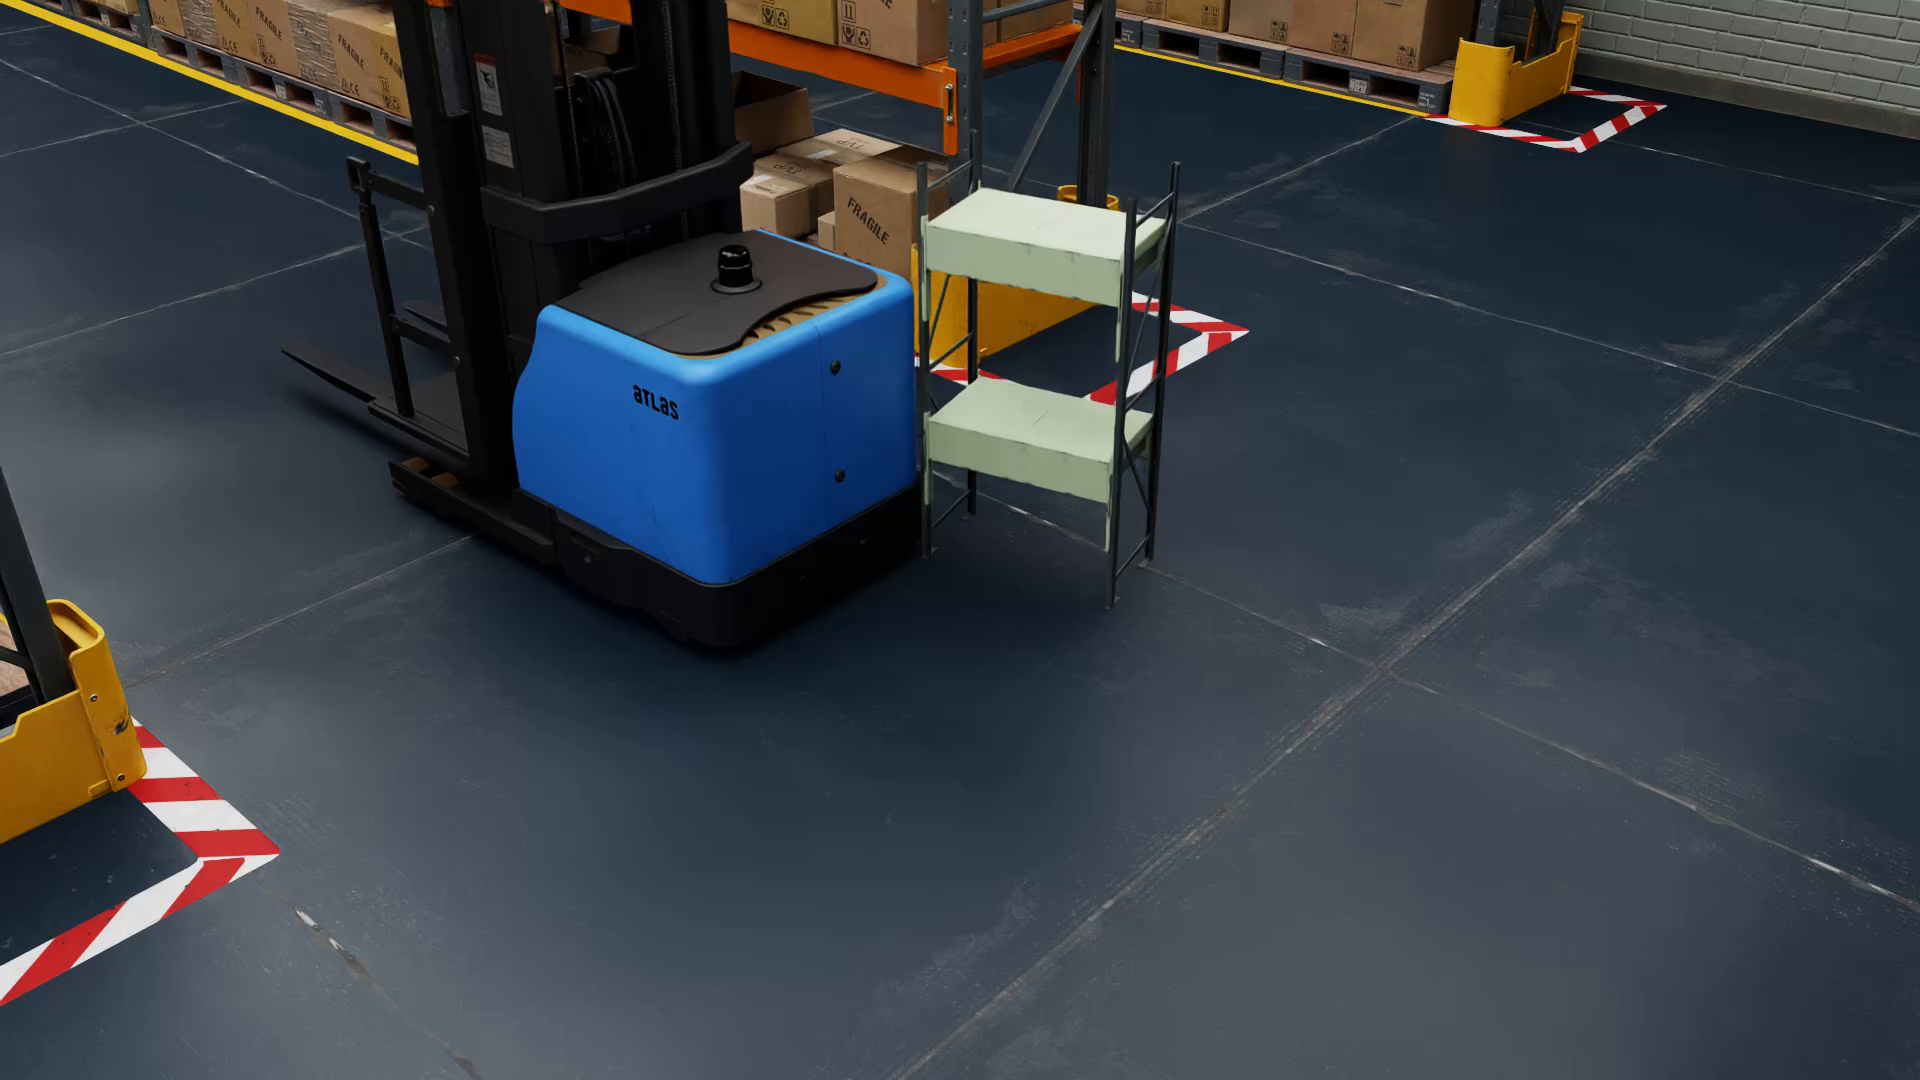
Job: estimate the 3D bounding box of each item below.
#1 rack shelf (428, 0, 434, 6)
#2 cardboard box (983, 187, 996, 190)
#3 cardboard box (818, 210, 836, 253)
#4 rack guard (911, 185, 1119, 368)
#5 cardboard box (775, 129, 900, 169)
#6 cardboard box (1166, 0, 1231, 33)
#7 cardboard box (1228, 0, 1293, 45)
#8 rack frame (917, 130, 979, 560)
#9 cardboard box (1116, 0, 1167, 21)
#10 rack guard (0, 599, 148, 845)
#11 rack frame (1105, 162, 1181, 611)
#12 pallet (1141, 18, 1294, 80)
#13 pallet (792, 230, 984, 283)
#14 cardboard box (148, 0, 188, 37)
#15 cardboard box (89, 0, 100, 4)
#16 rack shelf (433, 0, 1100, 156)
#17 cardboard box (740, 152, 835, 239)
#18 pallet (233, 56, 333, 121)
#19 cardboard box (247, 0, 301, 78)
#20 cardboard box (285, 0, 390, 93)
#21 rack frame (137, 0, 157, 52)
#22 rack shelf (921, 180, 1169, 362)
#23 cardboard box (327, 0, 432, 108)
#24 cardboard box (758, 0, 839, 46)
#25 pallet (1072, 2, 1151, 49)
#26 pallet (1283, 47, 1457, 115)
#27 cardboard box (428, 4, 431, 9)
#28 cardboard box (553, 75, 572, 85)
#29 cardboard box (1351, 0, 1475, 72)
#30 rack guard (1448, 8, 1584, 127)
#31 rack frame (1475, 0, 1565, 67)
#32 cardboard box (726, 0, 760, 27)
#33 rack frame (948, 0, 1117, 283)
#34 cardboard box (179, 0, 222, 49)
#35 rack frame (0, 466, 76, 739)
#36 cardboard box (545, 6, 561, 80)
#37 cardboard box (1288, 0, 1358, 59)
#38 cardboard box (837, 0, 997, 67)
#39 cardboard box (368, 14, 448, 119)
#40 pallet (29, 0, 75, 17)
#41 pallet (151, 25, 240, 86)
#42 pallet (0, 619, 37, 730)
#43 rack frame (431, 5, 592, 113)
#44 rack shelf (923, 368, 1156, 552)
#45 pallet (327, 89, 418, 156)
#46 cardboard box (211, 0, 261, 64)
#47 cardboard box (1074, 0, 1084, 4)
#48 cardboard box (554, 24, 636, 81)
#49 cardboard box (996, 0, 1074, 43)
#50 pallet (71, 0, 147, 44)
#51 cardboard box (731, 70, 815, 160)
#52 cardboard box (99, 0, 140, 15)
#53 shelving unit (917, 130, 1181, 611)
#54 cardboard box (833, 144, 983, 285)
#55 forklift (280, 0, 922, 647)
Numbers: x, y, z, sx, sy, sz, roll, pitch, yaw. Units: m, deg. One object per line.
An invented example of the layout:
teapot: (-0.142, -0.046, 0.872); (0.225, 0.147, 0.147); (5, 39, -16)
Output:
rack shelf: (-4.121, -4.075, 10.808); (4.000, 0.370, 1.077); (25, 39, 35)
cardboard box: (0.062, -1.644, 8.393); (0.250, 0.166, 0.380); (25, 39, 35)
cardboard box: (-0.481, -1.550, 8.236); (0.250, 0.166, 0.380); (25, 39, 35)
rack guard: (0.271, -1.262, 7.861); (0.348, 0.500, 1.175); (25, 39, 35)
cardboard box: (-0.627, -1.960, 8.836); (0.500, 0.250, 0.500); (25, 39, 35)
cardboard box: (1.918, -4.044, 12.075); (0.500, 0.500, 0.700); (26, 40, 36)
cardboard box: (2.318, -3.862, 11.773); (0.500, 0.500, 0.700); (24, 38, 34)
rack frame: (-0.039, -0.662, 5.895); (0.023, 1.500, 0.400); (15, 34, 23)
cardboard box: (1.539, -4.222, 12.372); (0.500, 0.500, 0.700); (25, 39, 35)
rack guard: (-2.973, 0.661, 4.668); (0.348, 0.500, 1.175); (25, 39, 35)
rack frame: (0.611, -0.487, 5.605); (0.023, 1.500, 0.400); (15, 34, 23)
pallet: (2.103, -3.676, 12.152); (1.213, 0.211, 1.003); (25, 39, 35)
pallet: (-0.321, -1.414, 8.394); (1.213, 0.211, 1.003); (25, 39, 35)
cardboard box: (-5.459, -3.926, 11.860); (0.500, 0.500, 0.500); (27, 40, 37)
cardboard box: (-6.543, -4.343, 12.815); (0.500, 0.250, 0.500); (25, 39, 35)
rack shelf: (-1.156, -2.690, 8.508); (4.000, 0.370, 1.077); (25, 39, 35)
cardboard box: (-0.926, -1.751, 8.490); (0.500, 0.250, 0.500); (25, 39, 35)
pallet: (-4.176, -3.185, 11.337); (1.213, 0.211, 1.003); (25, 39, 35)
cardboard box: (-4.308, -3.393, 10.974); (0.500, 0.500, 0.500); (24, 38, 34)
cardboard box: (-3.929, -3.218, 10.684); (0.500, 0.500, 0.500); (26, 39, 36)
rack frame: (-5.604, -5.075, 11.772); (0.127, 3.000, 1.000); (25, 39, 35)
rack shelf: (0.286, -0.909, 5.549); (0.720, 0.370, 0.431); (15, 34, 23)
cardboard box: (-3.558, -3.044, 10.395); (0.500, 0.500, 0.500); (25, 39, 35)
cardboard box: (-0.575, -2.578, 7.528); (0.500, 0.500, 0.500); (25, 39, 35)
pallet: (1.194, -4.099, 12.854); (1.213, 0.211, 1.003); (25, 39, 35)
pallet: (3.003, -3.254, 11.451); (1.213, 0.211, 1.003); (25, 39, 35)
cardboard box: (-3.237, -3.249, 10.736); (0.500, 0.500, 0.500); (26, 39, 36)
cardboard box: (-2.473, -2.499, 9.674); (0.500, 0.311, 0.500); (25, 39, 35)
cardboard box: (3.062, -3.515, 11.197); (0.500, 0.500, 0.700); (25, 39, 35)
rack guard: (3.666, -3.123, 10.953); (0.348, 0.500, 1.175); (25, 39, 35)
rack frame: (3.648, -4.202, 10.322); (0.127, 3.000, 1.000); (25, 39, 35)
cardboard box: (-0.941, -2.753, 7.818); (0.500, 0.500, 0.500); (25, 39, 35)
rack frame: (0.327, -2.306, 7.173); (0.127, 3.000, 1.000); (25, 39, 35)
cardboard box: (-5.067, -3.747, 11.563); (0.500, 0.500, 0.500); (23, 38, 33)
rack frame: (-2.999, -0.414, 4.029); (0.127, 3.000, 1.000); (25, 39, 35)
cardboard box: (-2.834, -3.069, 10.437); (0.500, 0.500, 0.500); (23, 38, 33)
cardboard box: (2.691, -3.688, 11.485); (0.500, 0.500, 0.700); (25, 39, 35)
cardboard box: (-0.188, -2.400, 7.232); (0.500, 0.500, 0.500); (26, 40, 36)
cardboard box: (-3.197, -2.870, 10.105); (0.500, 0.500, 0.500); (25, 39, 35)
pallet: (-7.089, -4.603, 13.691); (1.213, 0.211, 1.003); (25, 39, 35)
pallet: (-5.076, -3.608, 12.038); (1.213, 0.211, 1.003); (25, 39, 35)
pallet: (-3.585, 0.481, 5.247); (1.213, 0.211, 1.003); (25, 39, 35)
rack frame: (-2.639, -3.691, 9.473); (0.127, 3.000, 1.000); (25, 39, 35)
rack shelf: (0.286, -0.295, 5.918); (0.720, 0.370, 0.431); (15, 34, 23)
pallet: (-3.267, -2.763, 10.635); (1.213, 0.211, 1.003); (25, 39, 35)
cardboard box: (-4.698, -3.571, 11.271); (0.500, 0.500, 0.500); (24, 39, 34)
cardboard box: (1.168, -4.397, 12.663); (0.500, 0.500, 0.700); (26, 39, 36)
cardboard box: (-2.026, -2.720, 9.856); (0.500, 0.500, 0.500); (25, 39, 35)
cardboard box: (0.175, -2.604, 7.570); (0.500, 0.500, 0.500); (26, 40, 36)
pallet: (-6.188, -4.180, 12.989); (1.213, 0.211, 1.003); (25, 39, 35)
cardboard box: (-1.242, -2.162, 8.926); (0.637, 0.503, 0.797); (25, 39, 35)
cardboard box: (-6.158, -4.166, 12.521); (0.500, 0.250, 0.500); (26, 40, 36)
shelving unit: (0.286, -0.574, 5.750); (0.755, 1.500, 0.431); (15, 34, 23)
cardboard box: (-0.241, -1.518, 7.860); (0.500, 0.500, 0.500); (25, 39, 35)
forklift: (-1.588, -1.529, 5.948); (3.031, 2.935, 1.130); (24, 38, 34)
